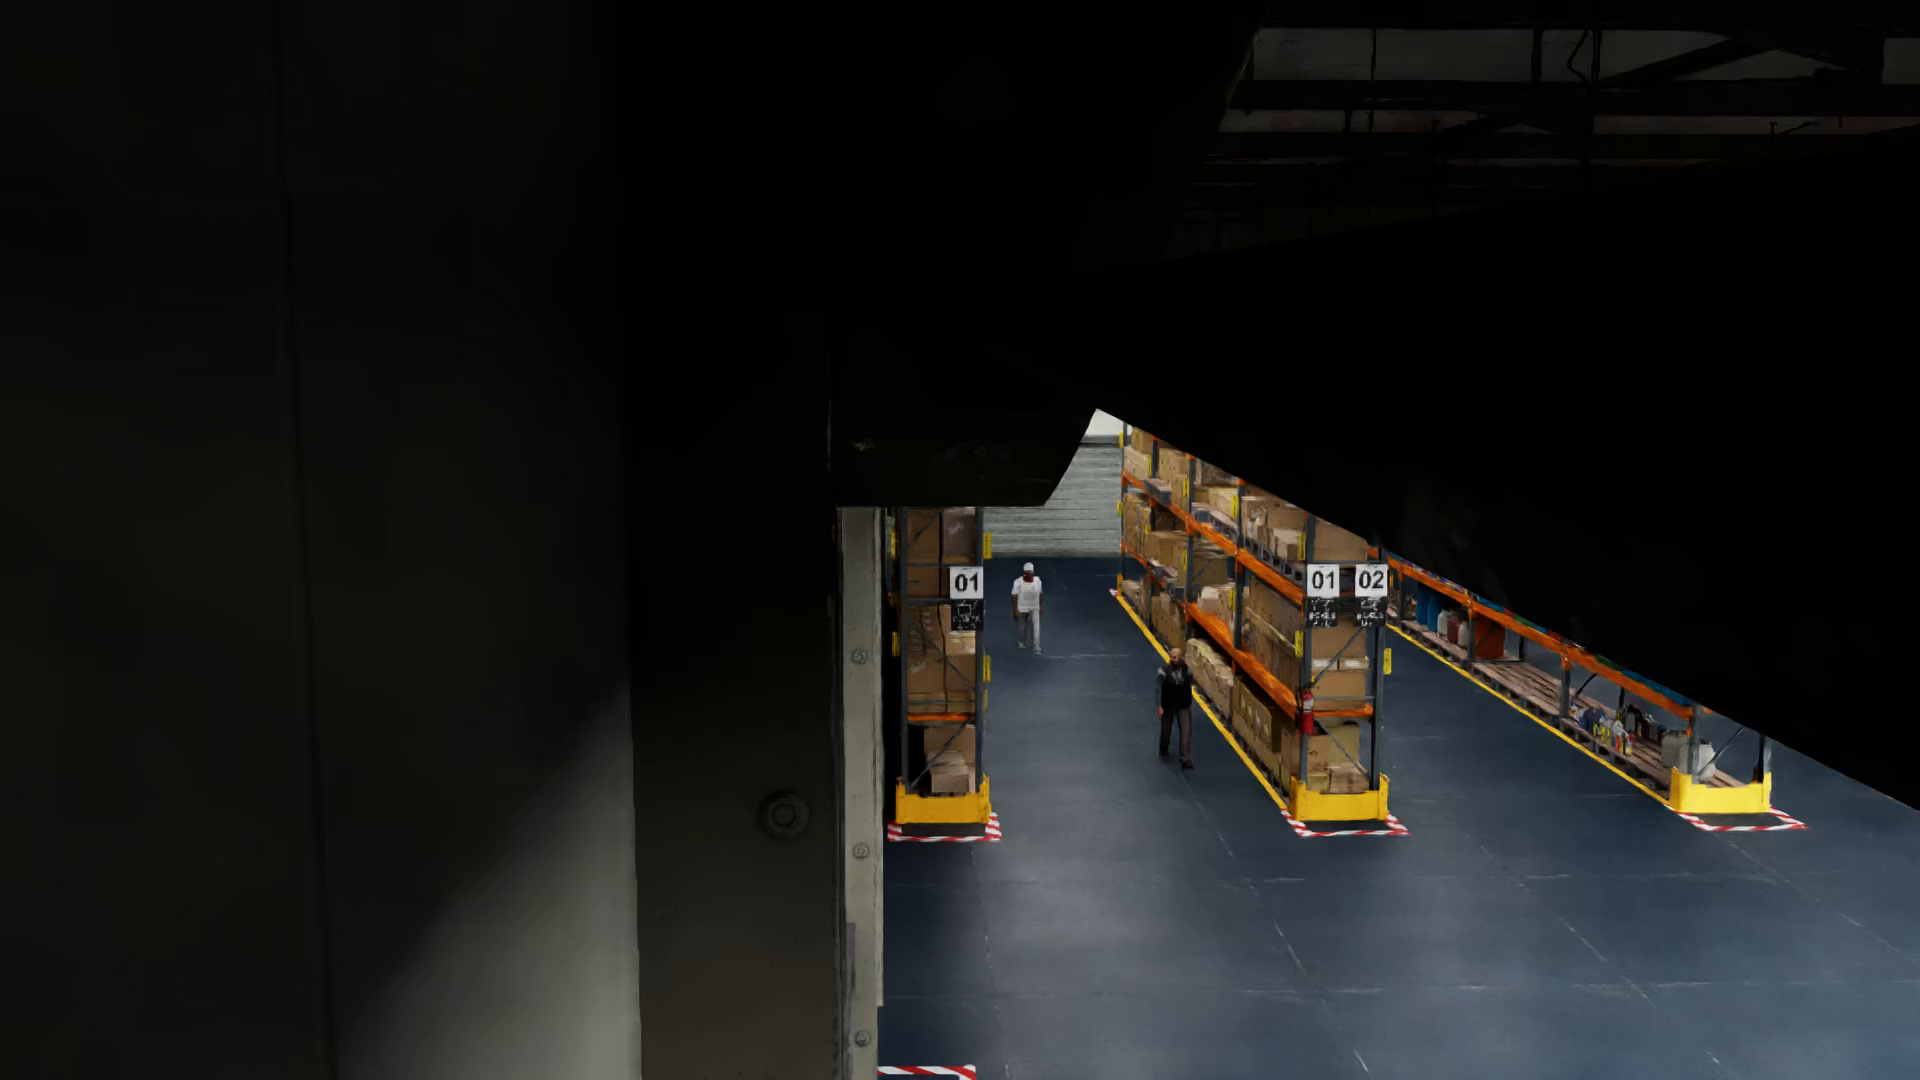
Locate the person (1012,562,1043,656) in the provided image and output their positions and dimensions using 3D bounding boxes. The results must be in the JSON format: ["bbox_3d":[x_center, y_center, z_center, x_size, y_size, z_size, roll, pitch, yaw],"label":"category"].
[{"bbox_3d":[1.234,1.237,30.243,0.583,1.682,1.111,-1,8,-4],"label":"person"}]

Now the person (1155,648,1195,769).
[{"bbox_3d":[2.958,2.287,22.990,0.543,1.647,1.115,0,8,0],"label":"person"}]
